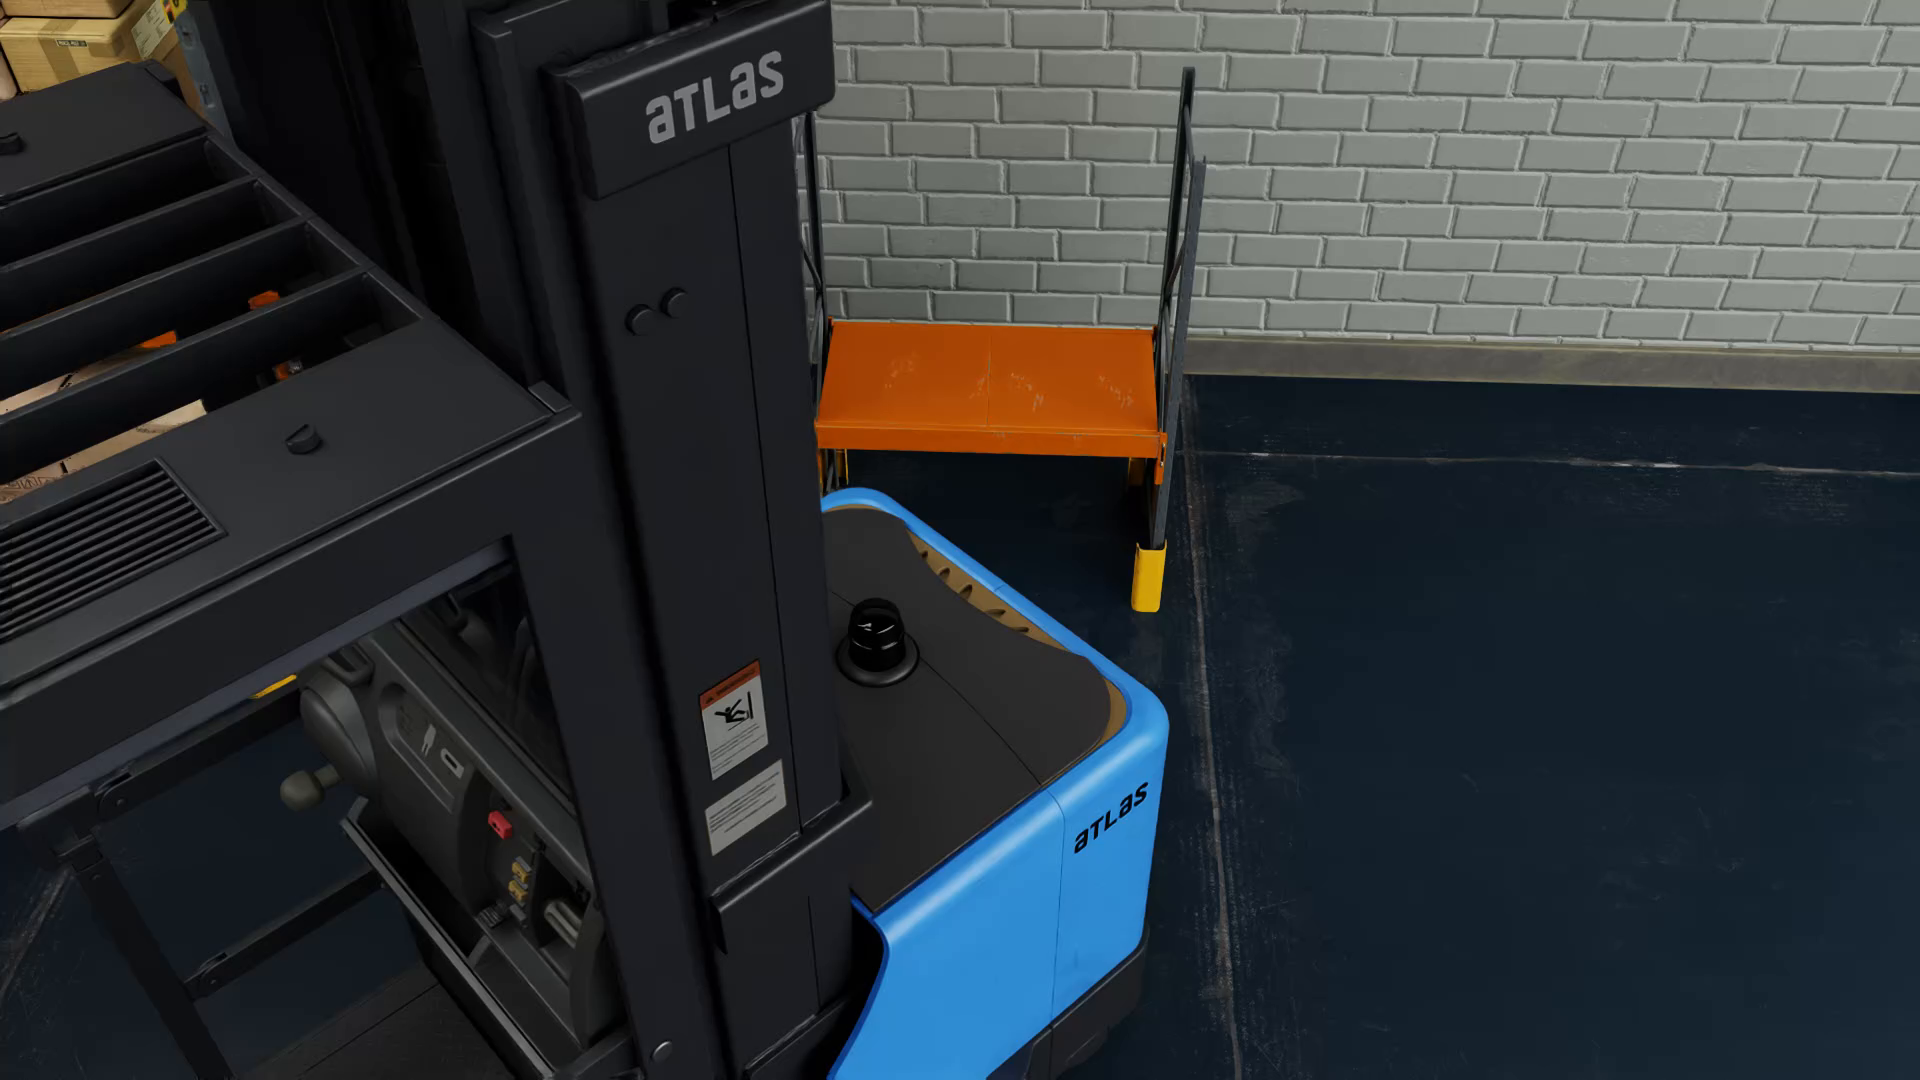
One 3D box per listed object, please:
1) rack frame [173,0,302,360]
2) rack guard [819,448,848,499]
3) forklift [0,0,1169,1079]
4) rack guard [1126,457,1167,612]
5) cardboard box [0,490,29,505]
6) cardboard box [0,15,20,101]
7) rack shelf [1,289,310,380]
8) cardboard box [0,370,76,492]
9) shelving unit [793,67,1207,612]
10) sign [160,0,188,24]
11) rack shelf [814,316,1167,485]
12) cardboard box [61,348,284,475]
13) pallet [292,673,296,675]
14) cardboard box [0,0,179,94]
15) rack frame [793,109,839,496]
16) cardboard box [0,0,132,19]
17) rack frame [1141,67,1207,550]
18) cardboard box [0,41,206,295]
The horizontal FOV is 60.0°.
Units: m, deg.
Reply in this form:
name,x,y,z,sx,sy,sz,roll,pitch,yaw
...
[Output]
name,x,y,z,sx,sy,sz,roll,pitch,yaw
rack frame,-1.572,-1.062,4.190,0.127,3.000,1.000,2,43,2
rack guard,-0.421,-0.104,5.179,0.087,0.250,0.587,2,43,2
forklift,-0.988,0.488,2.576,3.031,2.935,1.130,-32,52,-30
rack guard,0.574,-0.074,5.146,0.087,0.250,0.587,2,43,2
cardboard box,-2.573,-0.218,4.625,0.500,0.250,0.500,1,43,1
cardboard box,-2.188,-1.144,3.728,0.250,0.149,0.380,2,43,3
rack shelf,-3.570,-0.861,4.501,4.000,0.370,1.077,2,43,2
cardboard box,-2.557,-0.389,4.443,0.500,0.250,0.500,2,43,3
shelving unit,0.076,-0.546,4.736,1.083,1.500,0.587,2,43,2
sign,-1.611,-1.204,3.318,0.005,0.325,0.100,2,43,2
rack shelf,0.085,-0.415,4.859,1.000,0.185,0.538,2,43,2
cardboard box,-2.046,-0.378,4.430,0.500,0.250,0.500,3,43,3
pallet,-2.338,-0.037,5.135,1.213,0.211,1.003,2,43,2
cardboard box,-1.931,-1.156,3.741,0.250,0.149,0.380,2,43,3
rack frame,-0.423,-0.562,4.753,0.032,1.500,0.500,2,43,2
cardboard box,-1.940,-1.313,3.691,0.250,0.149,0.380,2,43,2
rack frame,0.593,-0.531,4.719,0.032,1.500,0.500,2,43,2
cardboard box,-2.076,-0.935,3.980,0.500,0.500,0.500,1,43,1
